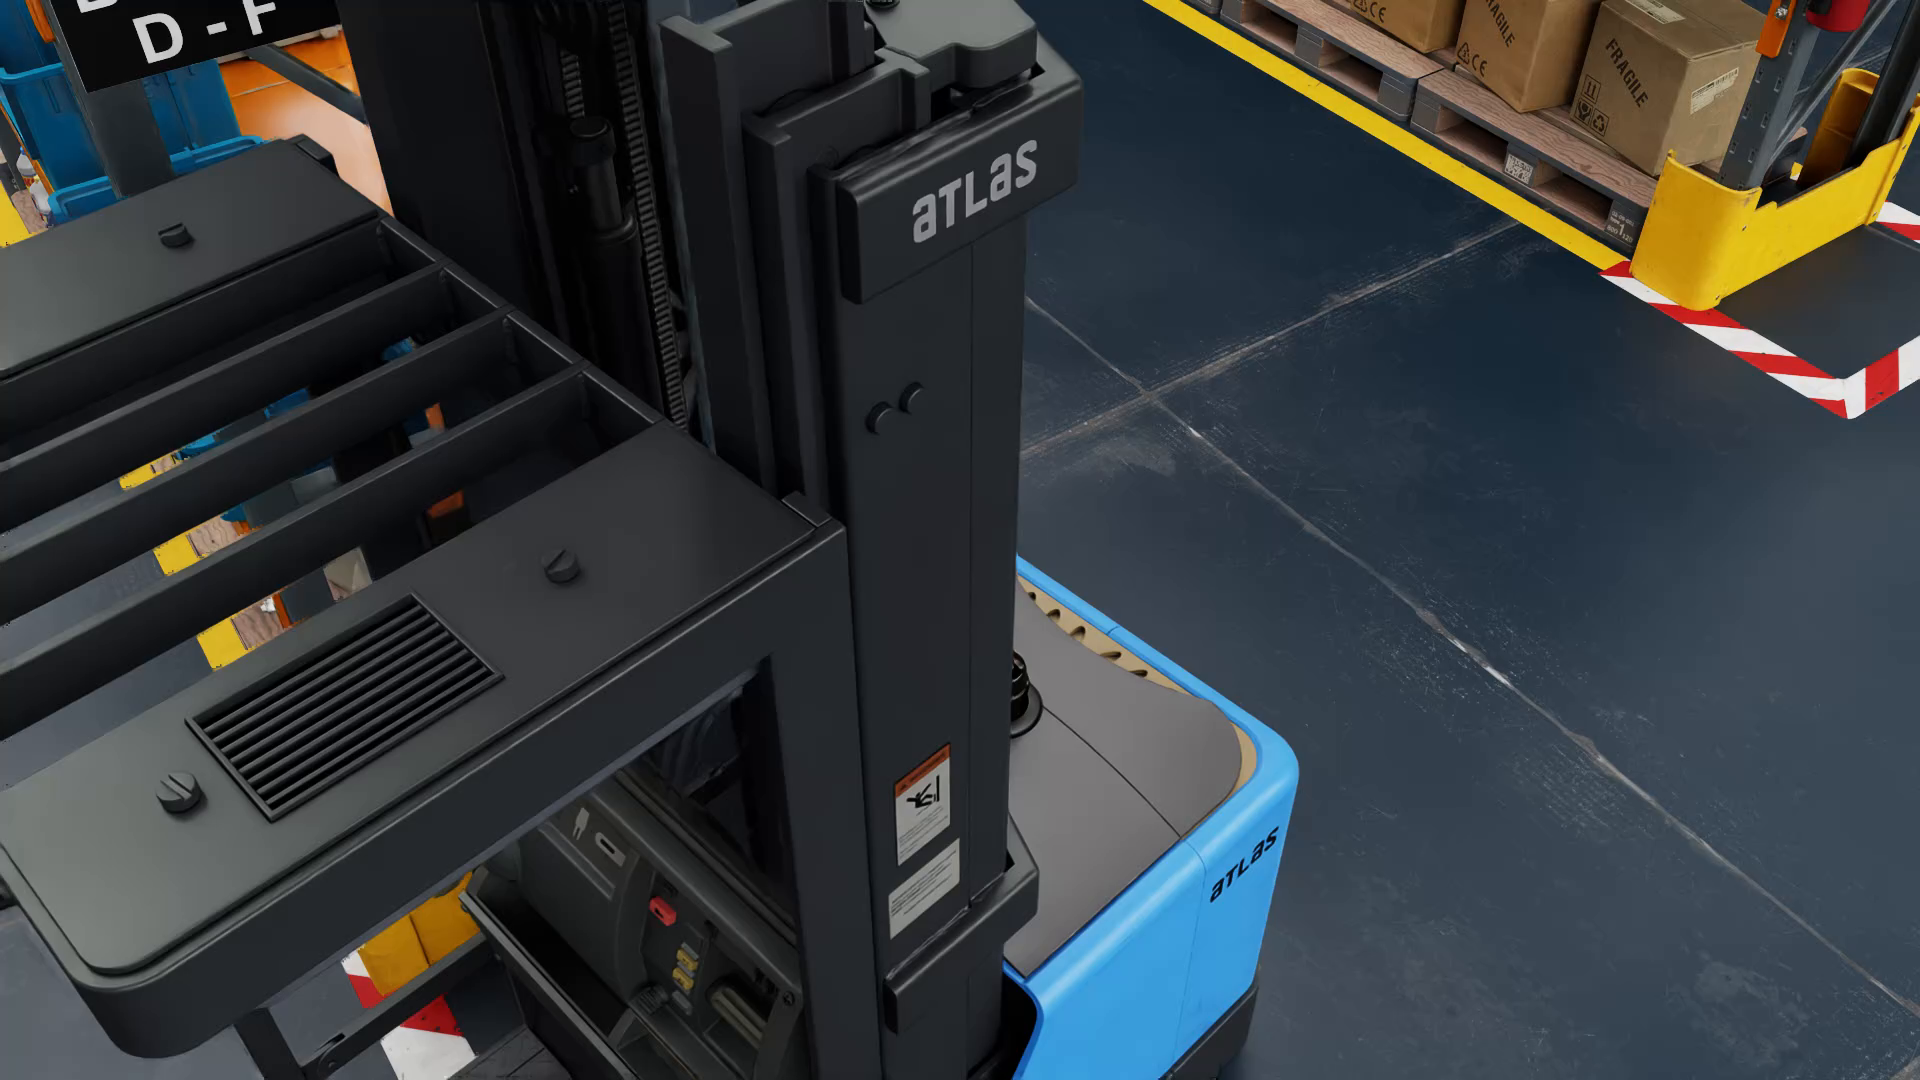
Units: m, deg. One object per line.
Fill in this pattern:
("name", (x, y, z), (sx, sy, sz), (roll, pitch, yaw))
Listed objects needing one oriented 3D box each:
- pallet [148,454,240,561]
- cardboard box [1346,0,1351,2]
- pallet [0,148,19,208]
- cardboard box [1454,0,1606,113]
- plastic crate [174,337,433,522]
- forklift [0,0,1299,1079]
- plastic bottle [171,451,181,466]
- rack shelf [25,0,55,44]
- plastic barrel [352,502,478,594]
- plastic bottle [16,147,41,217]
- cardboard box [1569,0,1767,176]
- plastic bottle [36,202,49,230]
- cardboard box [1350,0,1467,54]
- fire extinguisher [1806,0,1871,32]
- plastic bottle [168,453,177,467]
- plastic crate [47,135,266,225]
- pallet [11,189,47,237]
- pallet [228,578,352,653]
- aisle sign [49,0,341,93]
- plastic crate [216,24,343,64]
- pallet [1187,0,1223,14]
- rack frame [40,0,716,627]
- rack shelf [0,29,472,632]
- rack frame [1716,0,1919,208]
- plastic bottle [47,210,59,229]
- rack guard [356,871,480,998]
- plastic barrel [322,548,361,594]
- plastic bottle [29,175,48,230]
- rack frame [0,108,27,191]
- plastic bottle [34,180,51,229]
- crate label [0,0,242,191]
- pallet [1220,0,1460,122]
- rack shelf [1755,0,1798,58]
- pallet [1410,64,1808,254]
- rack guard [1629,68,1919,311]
("pallet", (-2.163, -0.409, 5.526), (1.003, 0.211, 1.213), (-26, 49, -24))
("cardboard box", (1.797, -2.826, 7.544), (0.500, 0.500, 0.500), (-30, 51, -28))
("pallet", (-3.696, -1.927, 7.116), (1.003, 0.211, 1.213), (-26, 49, -24))
("cardboard box", (2.422, -2.130, 6.815), (0.500, 0.500, 0.500), (-14, 45, -14))
("plastic crate", (-1.459, -0.352, 3.554), (0.499, 0.251, 0.616), (-26, 49, -24))
("forklift", (-0.714, 0.613, 2.485), (3.031, 2.935, 1.130), (-34, 53, -31))
("plastic bottle", (-2.337, -0.255, 5.052), (0.097, 0.201, 0.097), (0, 44, 0))
("rack shelf", (-2.071, -2.198, 3.729), (1.077, 0.370, 4.000), (-26, 49, -24))
("plastic barrel", (-1.366, 0.165, 4.403), (0.421, 0.512, 0.421), (0, 44, 0))
("plastic bottle", (-3.392, -1.325, 6.123), (0.097, 0.271, 0.097), (0, 44, 0))
("cardboard box", (2.792, -1.805, 6.475), (0.500, 0.500, 0.500), (-17, 46, -17))
("plastic bottle", (-3.276, -1.184, 6.026), (0.097, 0.201, 0.097), (0, 44, 0))
("cardboard box", (2.079, -2.492, 7.195), (0.500, 0.500, 0.500), (-21, 48, -21))
("fire extinguisher", (2.823, -1.922, 5.147), (0.296, 0.674, 0.183), (-26, 49, -24))
("plastic bottle", (-2.419, -0.343, 5.086), (0.061, 0.283, 0.133), (-25, 49, -24))
("plastic crate", (-1.825, -0.722, 3.942), (0.499, 0.251, 0.408), (-26, 49, -24))
("pallet", (-2.865, -1.101, 6.250), (1.003, 0.211, 1.213), (-26, 49, -24))
("pallet", (-1.469, 0.281, 4.802), (1.003, 0.211, 1.213), (-26, 49, -24))
("aisle sign", (-1.129, -1.023, 2.266), (0.394, 0.787, 0.004), (-26, 49, -24))
("plastic crate", (-2.079, -1.591, 4.935), (0.530, 0.136, 0.437), (-26, 49, -24))
("pallet", (1.260, -3.088, 8.331), (1.003, 0.211, 1.213), (-26, 49, -24))
("rack frame", (-0.927, -0.241, 3.330), (1.000, 3.000, 0.127), (-26, 49, -24))
("rack shelf", (-2.071, -1.113, 4.765), (1.077, 0.370, 4.000), (-26, 49, -24))
("rack frame", (3.136, -2.197, 5.379), (1.000, 3.000, 0.127), (-26, 49, -24))
("plastic bottle", (-3.094, -1.086, 5.815), (0.144, 0.351, 0.185), (-24, 49, -23))
("rack guard", (-1.009, 0.639, 4.219), (1.175, 0.500, 0.348), (-26, 49, -24))
("plastic barrel", (-1.653, -0.119, 4.700), (0.421, 0.512, 0.421), (0, 44, 0))
("plastic bottle", (-3.334, -1.242, 6.086), (0.097, 0.201, 0.097), (0, 44, 0))
("rack frame", (-3.215, -2.506, 5.703), (1.000, 3.000, 0.127), (-26, 49, -24))
("plastic bottle", (-3.185, -1.154, 5.941), (0.152, 0.276, 0.135), (-24, 49, -23))
("crate label", (-2.202, -1.189, 4.298), (0.502, 0.435, 0.616), (-26, 49, -24))
("pallet", (1.962, -2.396, 7.607), (1.003, 0.211, 1.213), (-26, 49, -24))
("rack shelf", (1.991, -3.070, 6.814), (1.077, 0.370, 4.000), (-26, 49, -24))
("pallet", (2.656, -1.706, 6.884), (1.003, 0.211, 1.213), (-26, 49, -24))
("rack guard", (3.092, -1.336, 6.288), (1.175, 0.500, 0.348), (-26, 49, -24))
